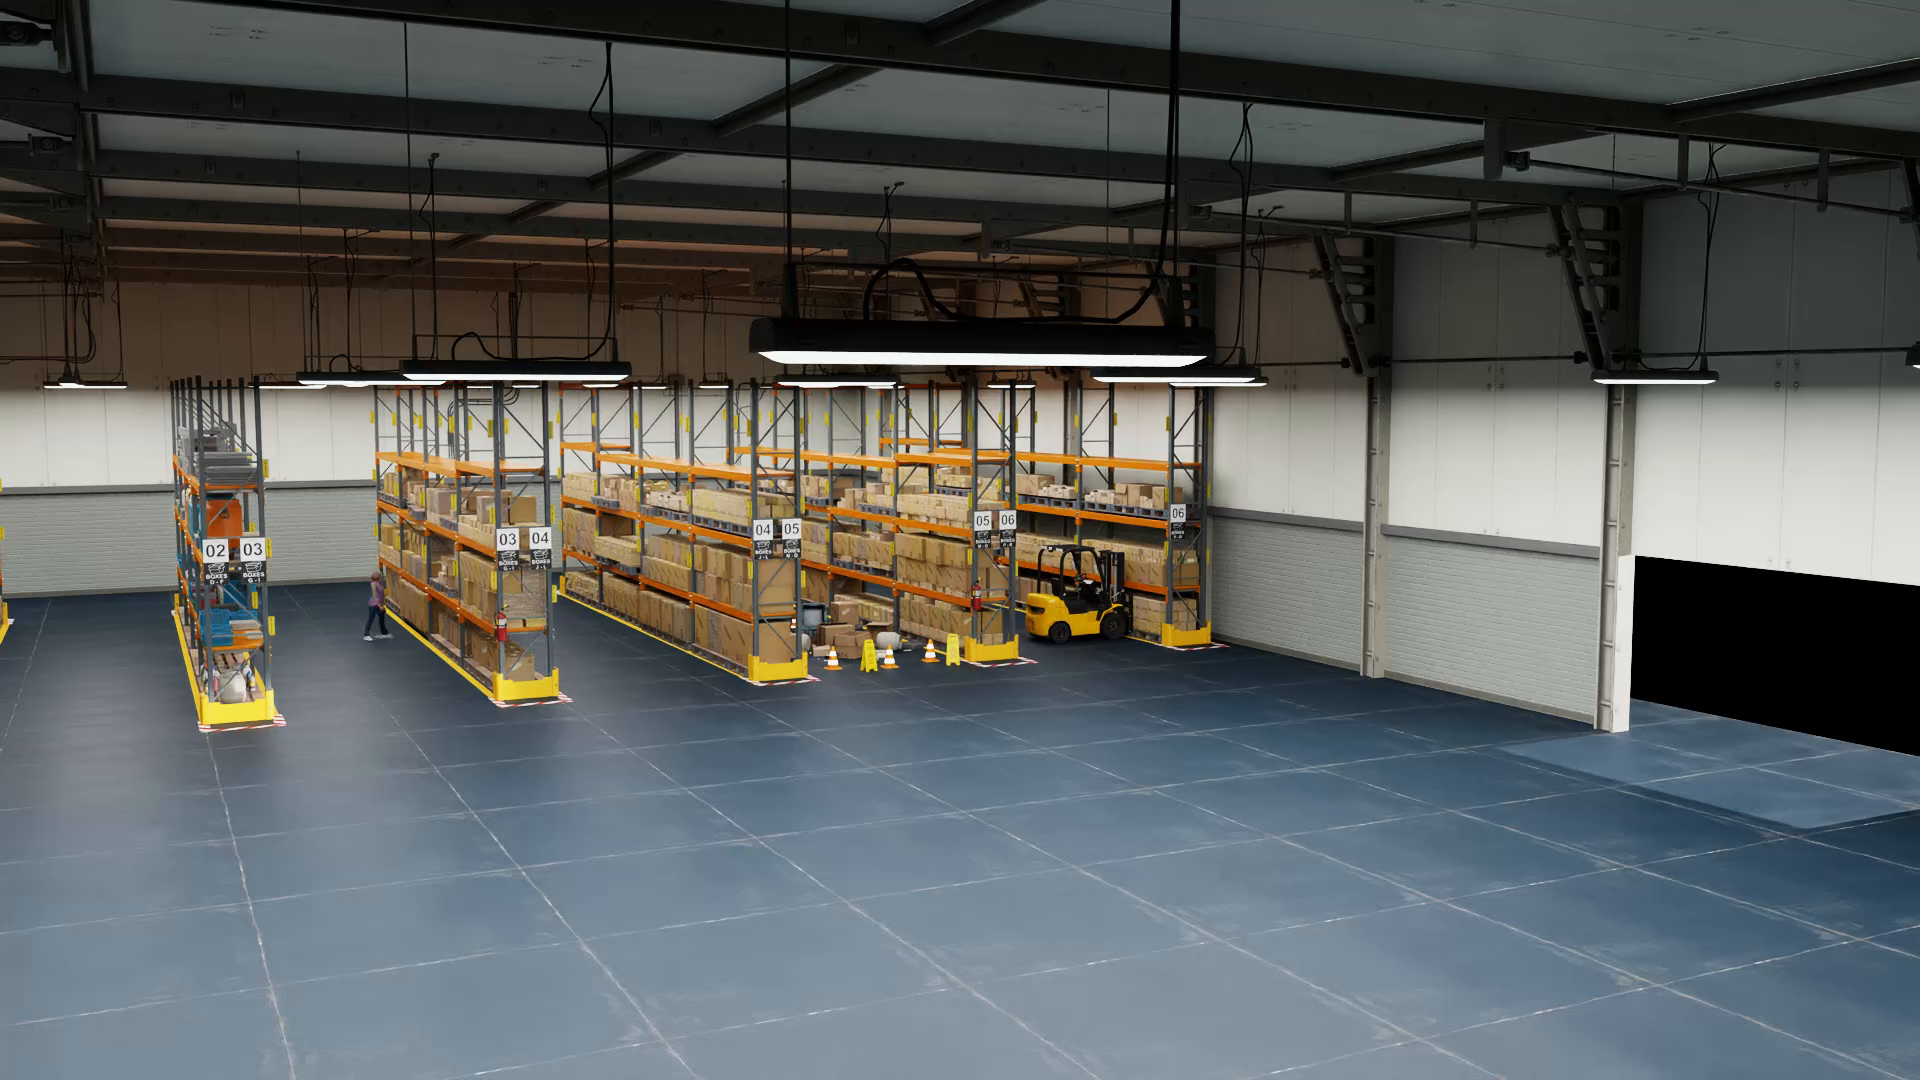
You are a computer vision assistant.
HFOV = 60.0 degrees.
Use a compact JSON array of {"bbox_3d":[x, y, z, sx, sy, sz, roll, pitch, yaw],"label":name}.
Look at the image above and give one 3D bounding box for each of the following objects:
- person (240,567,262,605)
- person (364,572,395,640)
[{"bbox_3d":[-19.126,0.935,44.634,0.959,1.636,0.449,4,7,39],"label":"person"},{"bbox_3d":[-13.498,1.528,38.515,0.565,1.585,0.602,0,5,4],"label":"person"}]
